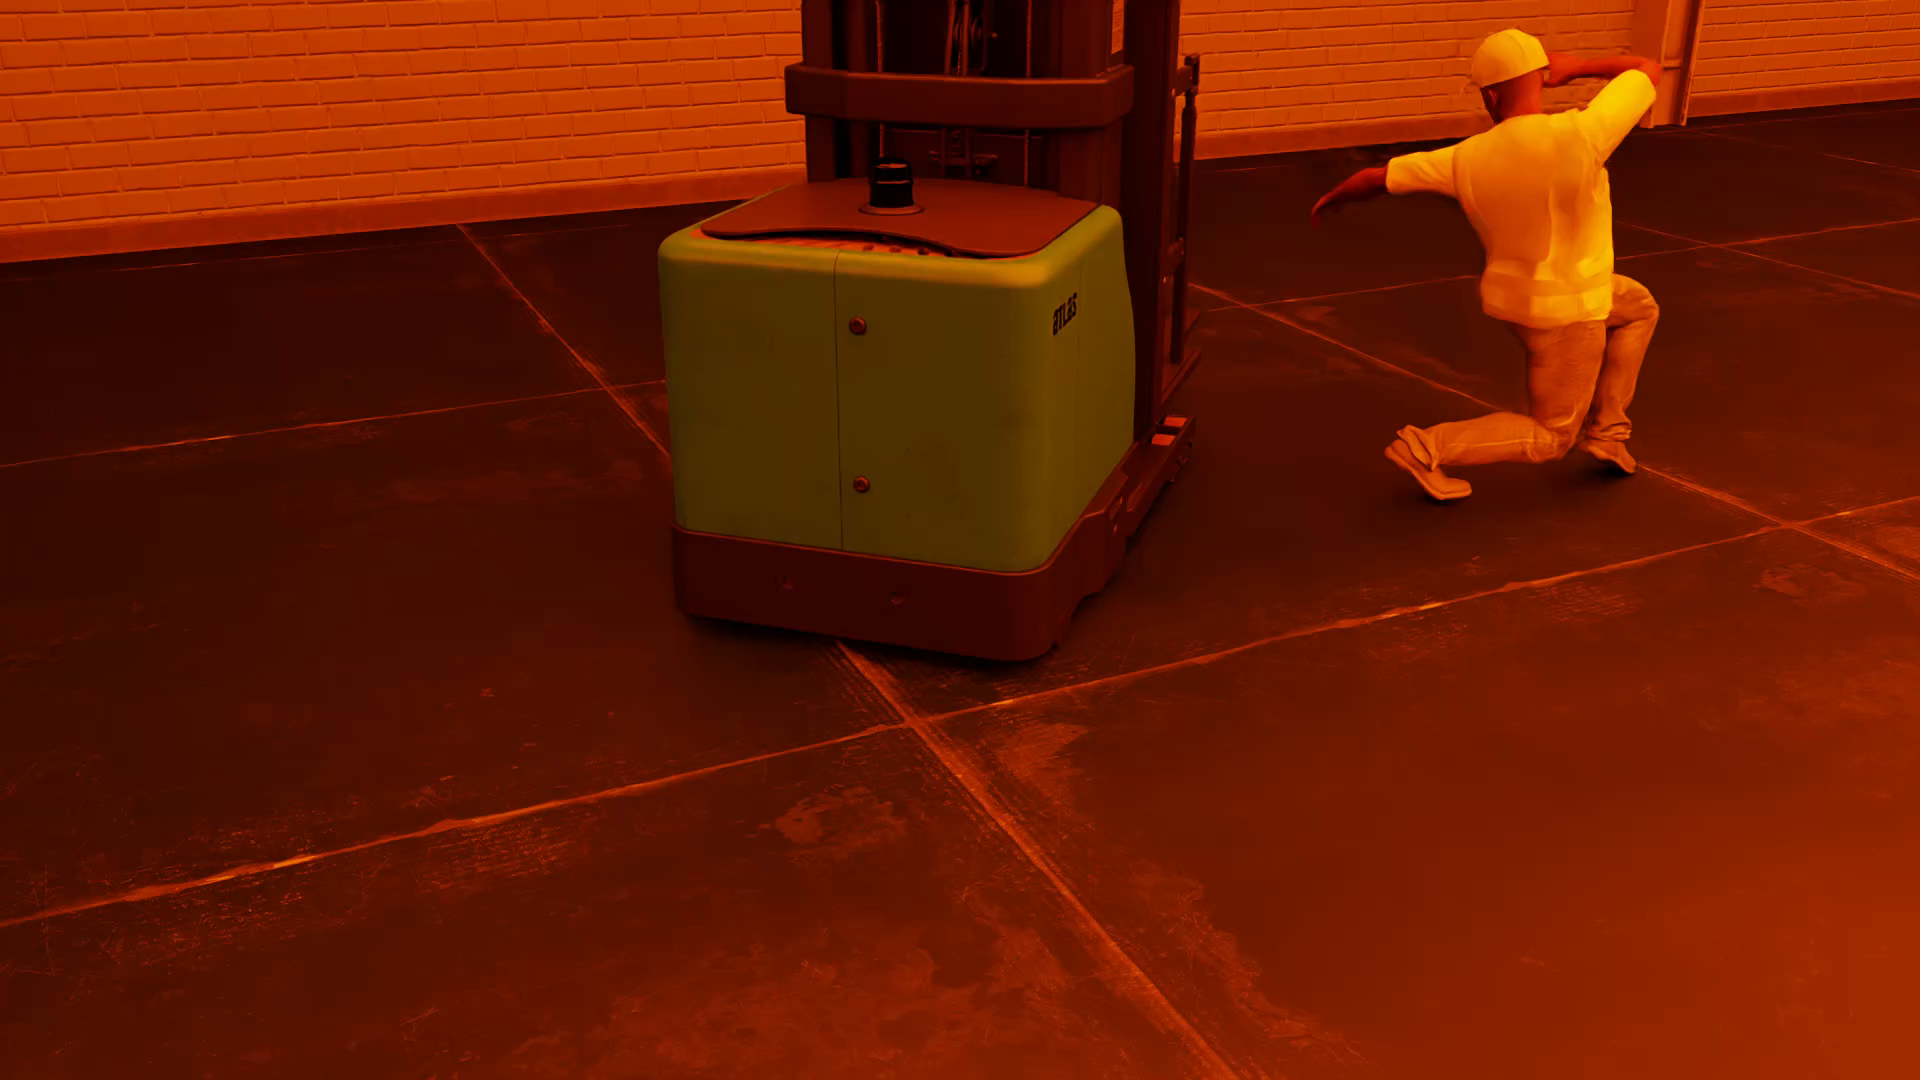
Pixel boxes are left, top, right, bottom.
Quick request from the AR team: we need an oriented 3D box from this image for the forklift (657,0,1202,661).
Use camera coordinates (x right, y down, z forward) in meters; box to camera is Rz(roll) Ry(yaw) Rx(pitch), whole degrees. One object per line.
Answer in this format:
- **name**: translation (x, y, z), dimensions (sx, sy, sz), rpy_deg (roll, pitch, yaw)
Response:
- **forklift**: translation (0.179, -1.584, 5.100), dimensions (1.130, 2.935, 3.031), rpy_deg (7, 24, 17)

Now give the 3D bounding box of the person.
- **person**: translation (1.762, -0.933, 5.436), dimensions (0.962, 1.465, 1.002), rpy_deg (-9, 24, -20)
